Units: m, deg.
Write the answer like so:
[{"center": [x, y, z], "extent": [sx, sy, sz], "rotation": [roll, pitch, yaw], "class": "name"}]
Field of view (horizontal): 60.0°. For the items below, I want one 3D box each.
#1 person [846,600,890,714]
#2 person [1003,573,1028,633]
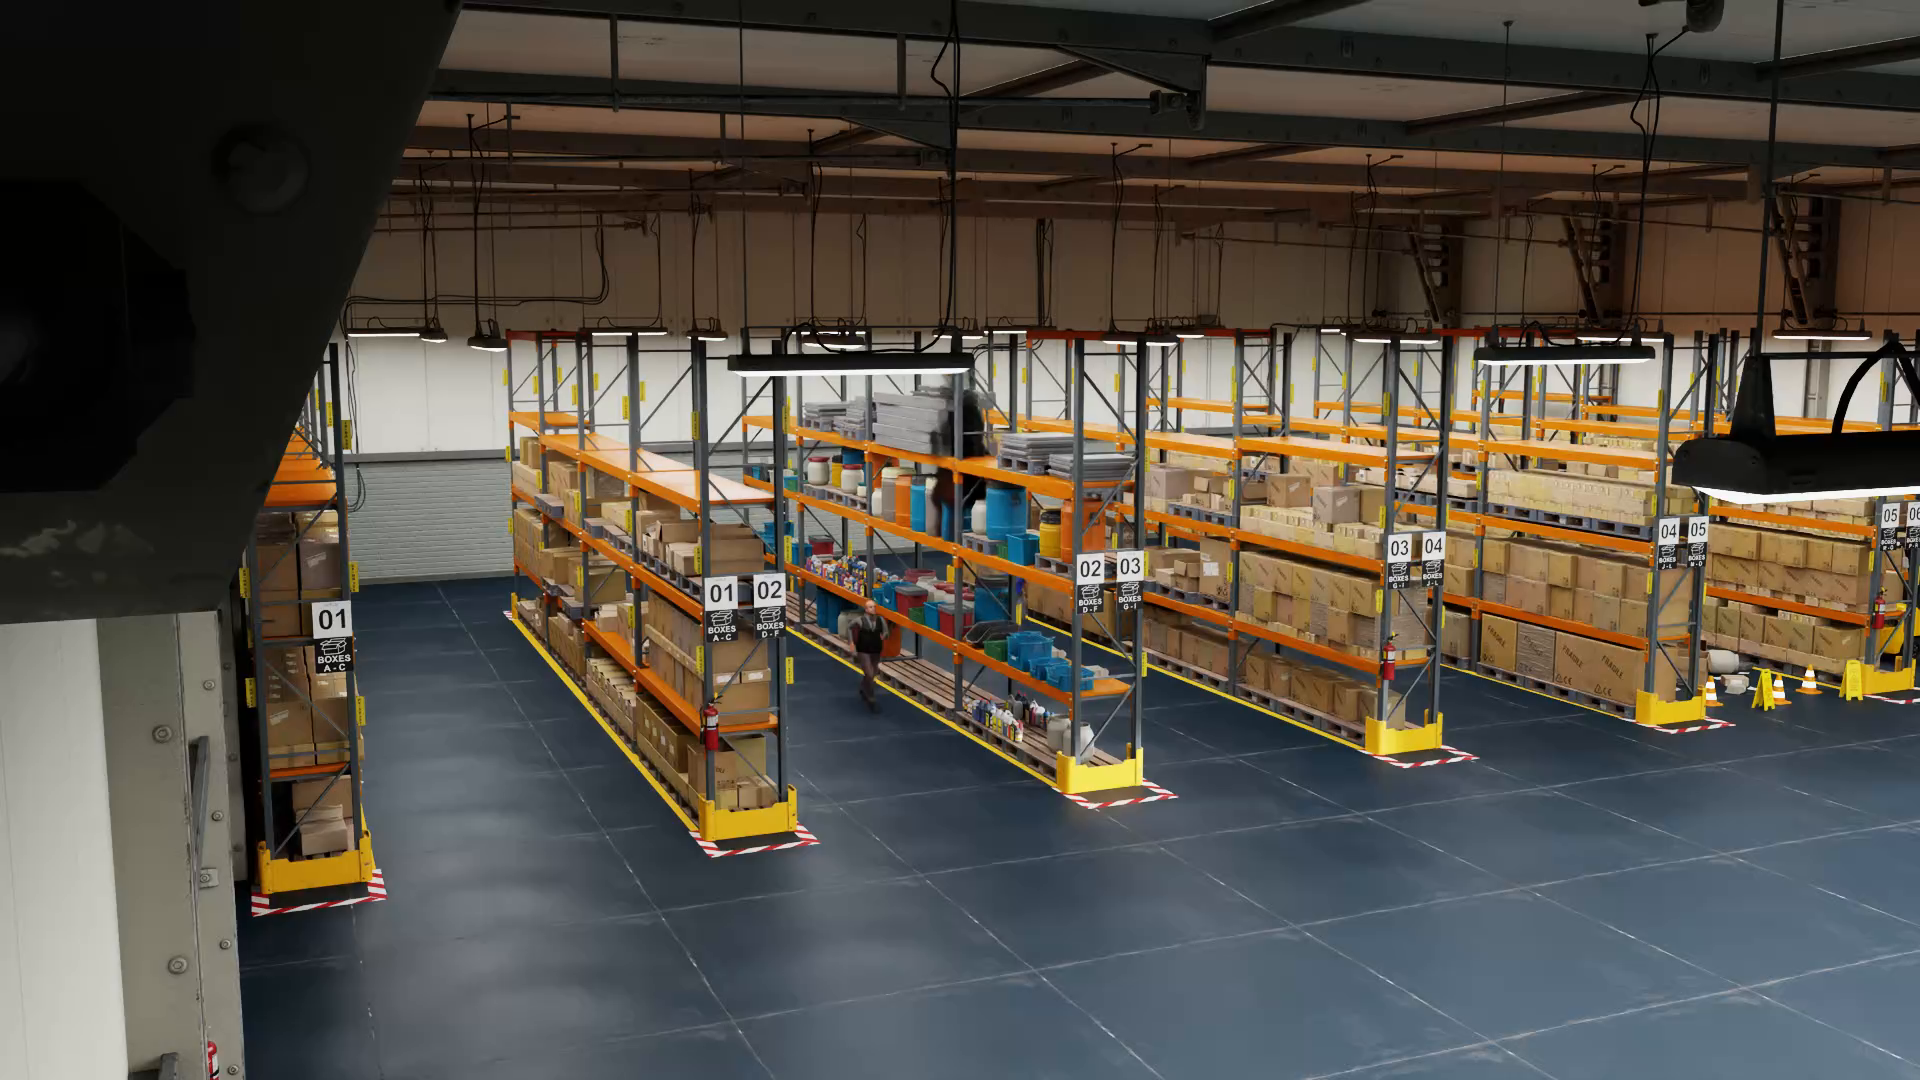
[{"center": [-1.457, 1.840, 26.735], "extent": [0.628, 1.771, 0.871], "rotation": [-4, 9, -30], "class": "person"}, {"center": [1.081, 1.161, 32.229], "extent": [0.570, 1.617, 0.554], "rotation": [-2, 8, -14], "class": "person"}]
